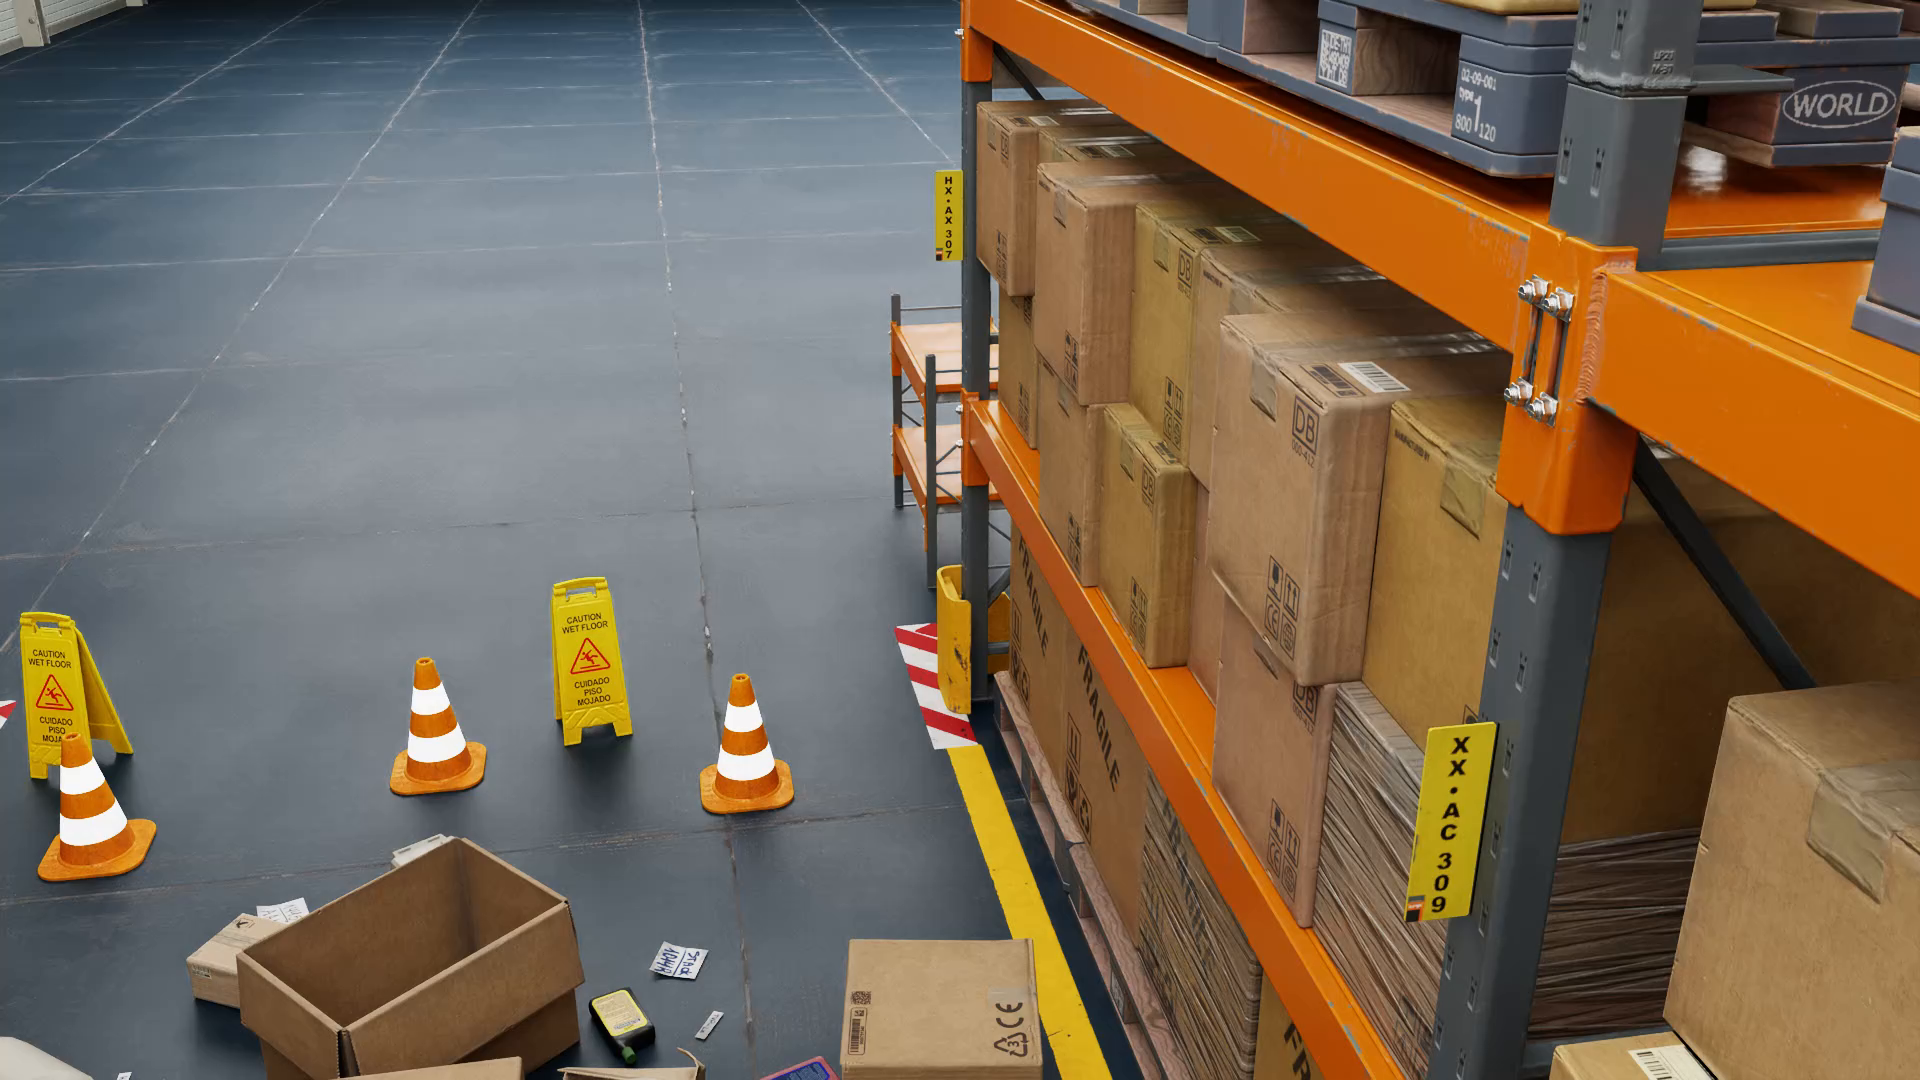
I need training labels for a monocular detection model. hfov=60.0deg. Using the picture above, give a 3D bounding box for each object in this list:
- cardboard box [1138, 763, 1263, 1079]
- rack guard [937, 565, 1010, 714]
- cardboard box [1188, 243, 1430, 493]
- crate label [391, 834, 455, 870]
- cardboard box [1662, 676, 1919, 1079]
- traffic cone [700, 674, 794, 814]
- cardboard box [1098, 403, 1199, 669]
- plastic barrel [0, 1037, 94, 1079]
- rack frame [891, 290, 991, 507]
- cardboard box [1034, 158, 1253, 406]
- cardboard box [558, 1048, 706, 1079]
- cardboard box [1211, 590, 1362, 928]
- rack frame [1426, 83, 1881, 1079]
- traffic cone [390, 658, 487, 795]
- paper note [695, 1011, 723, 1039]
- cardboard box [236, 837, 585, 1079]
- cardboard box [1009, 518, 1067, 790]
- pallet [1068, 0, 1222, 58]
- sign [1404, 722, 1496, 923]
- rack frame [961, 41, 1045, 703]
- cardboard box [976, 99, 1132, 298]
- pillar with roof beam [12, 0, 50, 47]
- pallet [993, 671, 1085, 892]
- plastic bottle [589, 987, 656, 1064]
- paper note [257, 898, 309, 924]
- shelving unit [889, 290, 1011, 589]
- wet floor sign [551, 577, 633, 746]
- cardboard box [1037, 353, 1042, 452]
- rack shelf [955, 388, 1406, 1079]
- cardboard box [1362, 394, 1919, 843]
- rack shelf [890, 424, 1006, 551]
[{"bbox_3d":[1.029,0.974,4.402,0.875,0.875,0.875,-4,24,-9],"label":"cardboard box"},{"bbox_3d":[0.503,0.362,6.796,1.175,0.500,0.348,-4,24,-10],"label":"rack guard"},{"bbox_3d":[1.032,-0.342,3.748,0.875,0.550,0.550,-4,24,-10],"label":"cardboard box"},{"bbox_3d":[-1.757,1.107,5.545,0.250,0.136,0.298,-19,30,-37],"label":"crate label"},{"bbox_3d":[1.345,0.491,2.005,0.700,0.500,0.500,-5,24,-11],"label":"cardboard box"},{"bbox_3d":[-0.790,0.703,6.062,0.336,0.463,0.334,-4,24,-10],"label":"traffic cone"},{"bbox_3d":[0.862,-0.050,4.429,0.875,0.550,0.500,-4,24,-10],"label":"cardboard box"},{"bbox_3d":[-2.469,1.513,4.256,0.512,0.421,0.421,13,27,27],"label":"plastic barrel"},{"bbox_3d":[-0.093,-0.713,8.477,0.500,1.125,0.032,-4,24,-10],"label":"rack frame"},{"bbox_3d":[0.700,-0.749,4.680,0.875,0.550,0.550,-4,24,-10],"label":"cardboard box"},{"bbox_3d":[-0.881,1.513,4.454,0.396,0.266,0.258,0,24,-1],"label":"cardboard box"},{"bbox_3d":[1.043,0.372,3.463,0.875,0.550,0.550,-4,24,-10],"label":"cardboard box"},{"bbox_3d":[1.247,0.800,2.671,1.000,3.000,0.127,-4,24,-10],"label":"rack frame"},{"bbox_3d":[-1.963,0.653,6.177,0.336,0.463,0.334,-4,24,-10],"label":"traffic cone"},{"bbox_3d":[-0.744,1.440,4.939,0.032,0.001,0.123,8,25,18],"label":"paper note"},{"bbox_3d":[-1.526,1.280,4.691,0.637,0.503,0.797,18,29,36],"label":"cardboard box"},{"bbox_3d":[0.698,0.269,6.015,0.875,0.875,0.875,-4,24,-9],"label":"cardboard box"},{"bbox_3d":[0.884,-1.336,3.924,1.003,0.211,1.213,-4,24,-10],"label":"pallet"},{"bbox_3d":[0.702,0.408,2.387,0.100,0.325,0.005,-4,24,-10],"label":"sign"},{"bbox_3d":[0.507,-0.774,6.274,1.000,3.000,0.127,-4,24,-10],"label":"rack frame"},{"bbox_3d":[0.538,-1.188,5.687,0.875,0.550,0.550,-4,24,-10],"label":"cardboard box"},{"bbox_3d":[-10.180,-12.166,24.863,9.100,9.000,0.400,-4,24,-10],"label":"pillar with roof beam"},{"bbox_3d":[0.732,0.813,6.125,1.003,0.211,1.213,-4,24,-10],"label":"pallet"},{"bbox_3d":[-0.983,1.432,4.894,0.133,0.061,0.283,-13,27,-28],"label":"plastic bottle"},{"bbox_3d":[-2.208,1.218,5.424,0.148,0.019,0.142,-13,27,-28],"label":"paper note"},{"bbox_3d":[0.001,-0.513,8.019,0.538,1.125,1.048,-4,24,-10],"label":"shelving unit"},{"bbox_3d":[-1.444,0.440,6.435,0.267,0.644,0.232,-9,25,-19],"label":"wet floor sign"},{"bbox_3d":[0.744,-0.485,5.425,0.875,0.550,0.550,-4,24,-10],"label":"cardboard box"},{"bbox_3d":[0.877,0.343,4.616,1.077,0.370,4.000,-4,24,-10],"label":"rack shelf"},{"bbox_3d":[1.213,0.088,2.763,0.875,0.550,0.550,-4,24,-10],"label":"cardboard box"},{"bbox_3d":[0.001,-0.289,8.117,0.538,0.278,1.000,-4,24,-10],"label":"rack shelf"}]
